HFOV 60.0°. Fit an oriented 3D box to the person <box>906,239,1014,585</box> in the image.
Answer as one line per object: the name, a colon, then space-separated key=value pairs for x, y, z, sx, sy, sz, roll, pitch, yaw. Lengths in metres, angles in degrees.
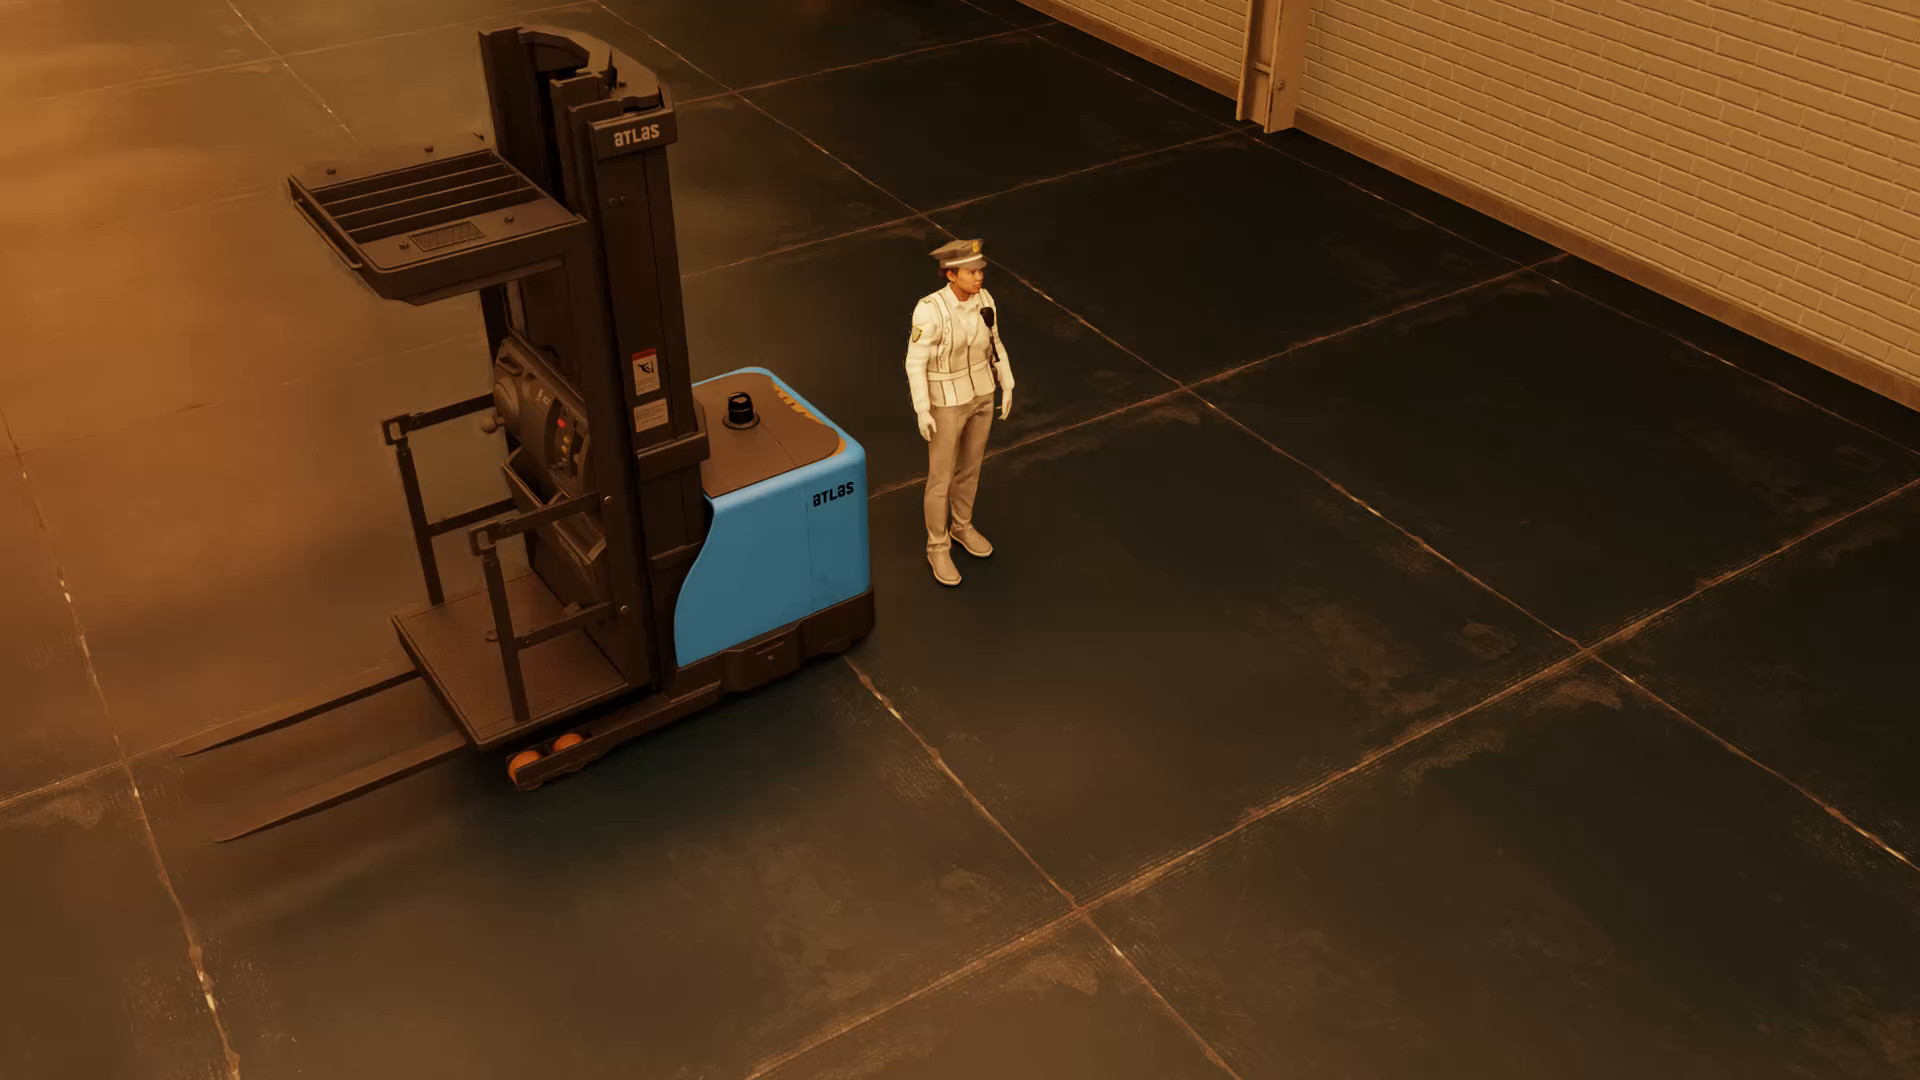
person: x=0.036 y=-0.662 z=8.157 sx=0.602 sy=1.693 sz=0.509 roll=-22 pitch=41 yaw=-28

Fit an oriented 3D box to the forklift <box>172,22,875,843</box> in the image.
forklift: x=-1.907 y=-0.471 z=6.818 sx=3.031 sy=2.935 sz=1.130 roll=-22 pitch=41 yaw=-28
